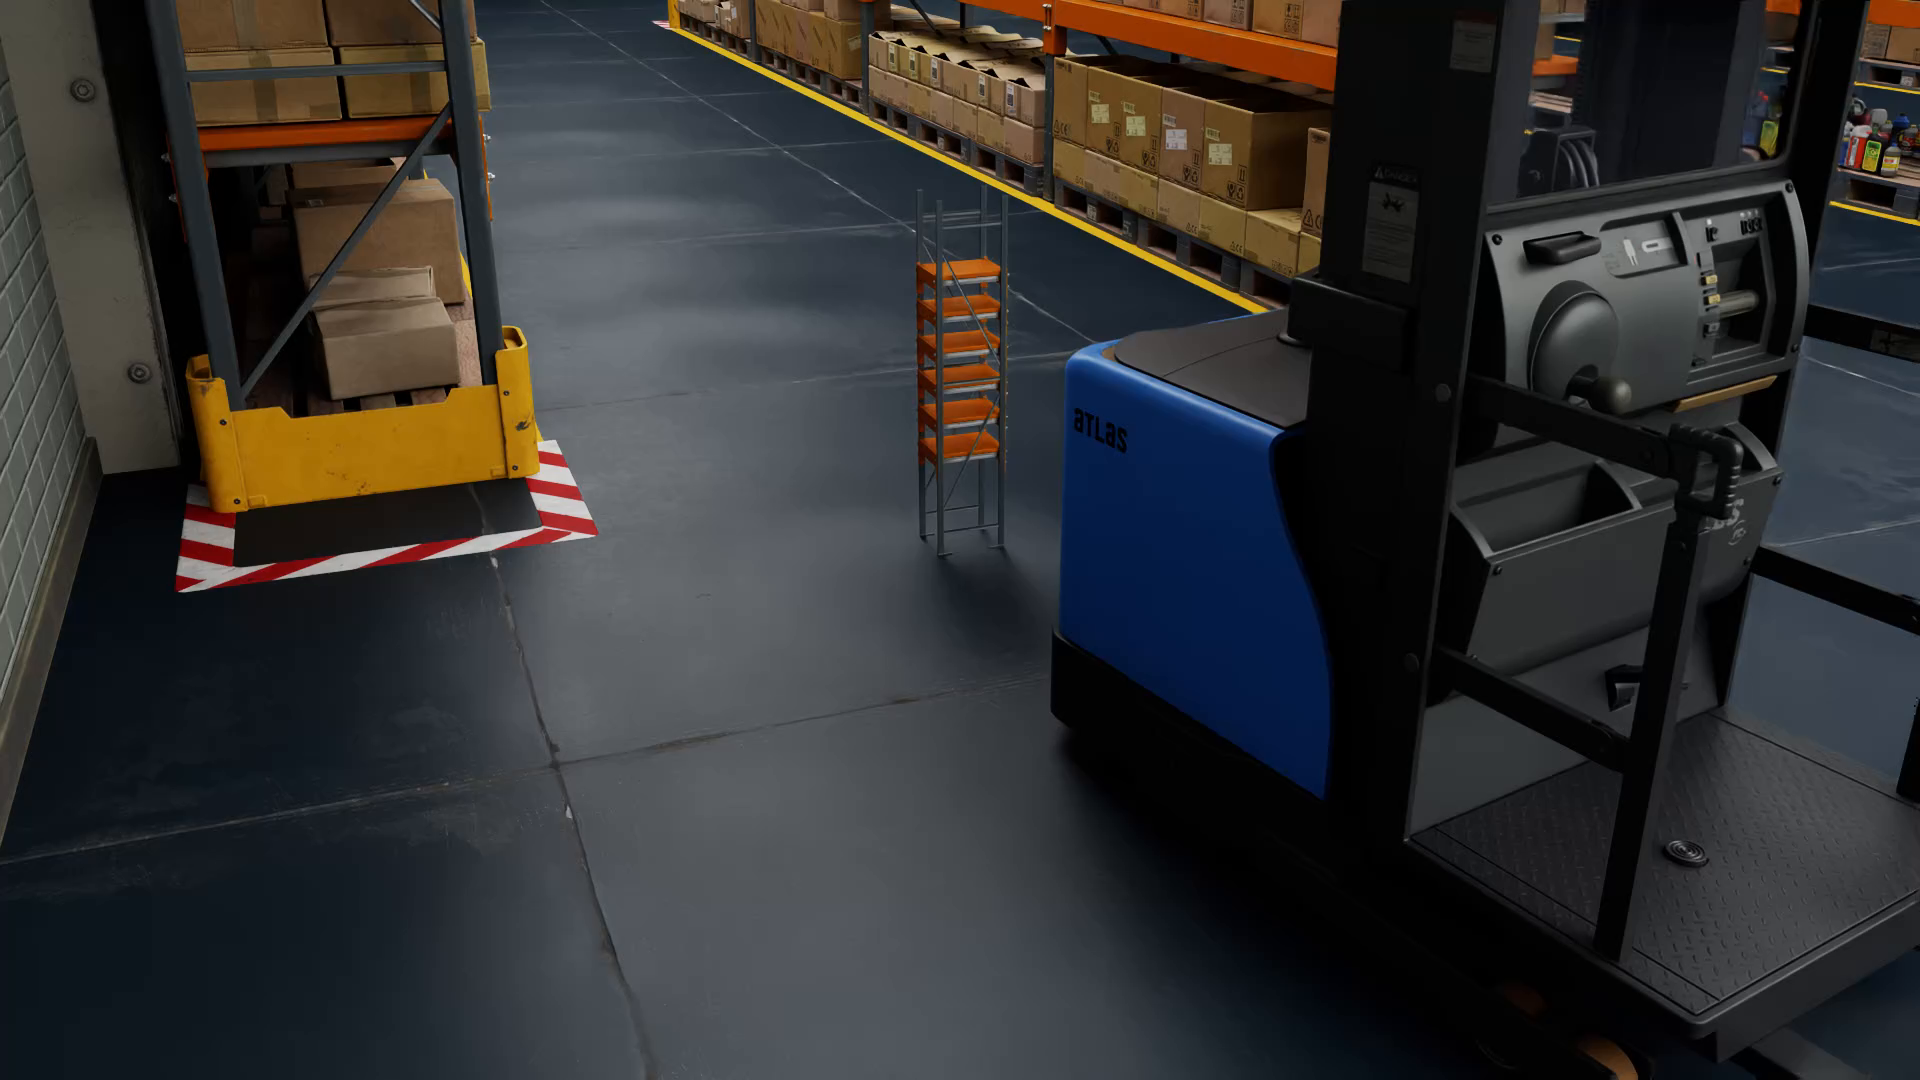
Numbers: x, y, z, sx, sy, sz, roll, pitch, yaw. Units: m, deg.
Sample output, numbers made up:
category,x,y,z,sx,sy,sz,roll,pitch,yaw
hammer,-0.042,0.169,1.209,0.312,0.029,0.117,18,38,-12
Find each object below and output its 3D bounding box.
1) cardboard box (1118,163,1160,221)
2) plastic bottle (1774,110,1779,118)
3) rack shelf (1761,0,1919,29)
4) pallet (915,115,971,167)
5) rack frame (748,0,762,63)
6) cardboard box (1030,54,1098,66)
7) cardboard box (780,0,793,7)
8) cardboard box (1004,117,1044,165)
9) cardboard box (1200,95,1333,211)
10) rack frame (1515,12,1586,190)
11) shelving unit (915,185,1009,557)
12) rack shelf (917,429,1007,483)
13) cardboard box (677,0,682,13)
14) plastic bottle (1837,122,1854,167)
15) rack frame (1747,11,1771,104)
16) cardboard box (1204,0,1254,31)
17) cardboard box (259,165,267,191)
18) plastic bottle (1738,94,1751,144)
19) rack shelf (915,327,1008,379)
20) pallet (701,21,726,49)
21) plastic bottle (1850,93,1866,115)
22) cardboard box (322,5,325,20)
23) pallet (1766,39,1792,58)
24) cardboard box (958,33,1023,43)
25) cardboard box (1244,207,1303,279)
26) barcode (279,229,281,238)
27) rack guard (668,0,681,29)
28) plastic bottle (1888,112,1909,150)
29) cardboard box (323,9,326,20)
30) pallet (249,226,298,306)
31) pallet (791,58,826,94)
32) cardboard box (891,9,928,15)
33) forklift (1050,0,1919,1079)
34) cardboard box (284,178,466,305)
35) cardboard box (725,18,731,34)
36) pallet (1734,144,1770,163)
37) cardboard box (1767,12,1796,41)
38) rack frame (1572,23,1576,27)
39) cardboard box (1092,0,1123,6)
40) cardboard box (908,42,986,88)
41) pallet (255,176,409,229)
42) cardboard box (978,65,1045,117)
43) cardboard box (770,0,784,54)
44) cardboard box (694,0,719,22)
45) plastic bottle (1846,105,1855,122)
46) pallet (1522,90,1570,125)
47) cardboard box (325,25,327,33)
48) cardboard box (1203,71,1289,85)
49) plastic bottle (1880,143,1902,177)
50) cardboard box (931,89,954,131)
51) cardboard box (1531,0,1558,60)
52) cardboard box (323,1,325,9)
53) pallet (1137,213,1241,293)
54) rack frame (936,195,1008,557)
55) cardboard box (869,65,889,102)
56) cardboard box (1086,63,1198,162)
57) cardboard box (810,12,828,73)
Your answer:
category,x,y,z,sx,sy,sz,roll,pitch,yaw
cardboard box,1.269,-2.072,9.803,0.500,0.250,0.500,-8,24,-19
plastic bottle,5.731,-2.877,11.660,0.097,0.271,0.097,0,23,0
rack shelf,6.387,-3.340,10.740,1.077,0.370,4.000,-8,24,-19
pallet,0.314,-3.142,12.932,1.003,0.211,1.213,-8,24,-19
rack frame,-1.781,-6.627,17.612,1.000,3.000,0.127,-8,24,-19
cardboard box,0.777,-3.460,12.375,0.500,0.311,0.500,-9,25,-21
cardboard box,-1.484,-5.451,16.508,0.500,0.250,0.500,-8,24,-19
cardboard box,0.628,-2.758,11.430,0.500,0.250,0.500,-9,24,-20
cardboard box,1.624,-2.054,8.796,0.500,0.500,0.500,-8,24,-19
rack frame,2.459,-2.267,7.267,1.000,3.000,0.127,-8,24,-19
shelving unit,0.005,-0.548,5.504,0.258,1.200,0.189,-8,24,-19
rack shelf,0.005,-0.286,5.615,0.258,0.103,0.180,-8,24,-19
cardboard box,-3.367,-6.770,21.055,0.380,0.149,0.250,-8,24,-19
plastic bottle,5.923,-2.646,11.106,0.152,0.276,0.135,-9,24,-20
rack frame,5.681,-4.399,12.324,1.000,3.000,0.127,-8,24,-19
cardboard box,1.756,-3.047,8.987,0.700,0.500,0.500,-8,24,-17
cardboard box,-4.093,-2.536,10.557,0.700,0.500,0.500,-9,24,-20
plastic bottle,5.578,-3.031,11.922,0.144,0.351,0.185,-8,24,-18
rack shelf,0.005,-0.617,5.475,0.258,0.103,0.180,-8,24,-19
pallet,-2.457,-6.036,19.799,1.003,0.211,1.213,-8,24,-19
plastic bottle,6.360,-2.999,11.848,0.144,0.351,0.185,-8,24,-19
cardboard box,-2.708,-2.198,6.305,0.500,0.500,0.500,-8,24,-18
pallet,8.693,-5.543,18.631,1.003,0.211,1.213,-8,24,-19
cardboard box,0.238,-4.014,13.689,0.500,0.311,0.500,-9,24,-20
cardboard box,1.805,-1.528,8.512,0.500,0.250,0.500,-8,24,-19
barcode,-3.568,-1.611,8.723,0.001,0.075,0.075,-8,24,-19
rack guard,-3.167,-6.901,21.480,1.175,0.500,0.348,-8,24,-19
plastic bottle,6.517,-2.827,11.541,0.097,0.271,0.097,0,23,0
cardboard box,-2.421,-2.120,7.084,0.500,0.250,0.500,-9,24,-20
pallet,-3.317,-1.515,9.073,1.003,0.211,1.213,-8,24,-19
pallet,-1.023,-4.608,16.411,1.003,0.211,1.213,-8,24,-19
cardboard box,-0.624,-4.802,15.932,0.500,0.500,0.500,-9,24,-20
forklift,1.462,-0.456,3.059,1.130,2.935,3.031,-14,27,-30
cardboard box,-2.748,-1.381,7.817,0.700,0.500,0.500,-10,25,-22
cardboard box,-2.436,-5.812,18.782,0.380,0.149,0.250,-8,24,-19
pallet,5.879,-2.864,12.273,1.003,0.211,1.213,-8,24,-19
cardboard box,8.677,-6.000,18.318,1.225,0.875,0.875,-10,25,-21
rack frame,7.488,-7.985,20.833,1.000,3.000,0.127,-8,24,-19
cardboard box,1.208,-3.606,10.315,0.700,0.500,0.500,-9,24,-20
cardboard box,-0.086,-3.753,13.069,0.500,0.311,0.500,-9,24,-20
pallet,-3.864,-2.037,10.311,1.003,0.211,1.213,-8,24,-19
cardboard box,0.445,-3.201,11.761,0.500,0.311,0.500,-8,24,-18
cardboard box,-1.639,-5.277,17.059,0.500,0.500,0.500,-8,24,-18
cardboard box,-2.914,-6.416,20.085,0.500,0.250,0.500,-8,24,-19
plastic bottle,6.273,-2.945,11.806,0.061,0.283,0.133,-8,24,-19
pallet,4.932,-3.838,14.584,1.003,0.211,1.213,-8,24,-19
cardboard box,-2.714,-1.857,6.461,0.500,0.250,0.500,-8,24,-17
cardboard box,1.760,-2.489,9.828,0.500,0.500,0.500,-8,24,-19
plastic bottle,6.035,-2.466,10.774,0.097,0.201,0.097,0,23,0
cardboard box,0.091,-3.313,12.747,0.500,0.250,0.500,-8,24,-18
cardboard box,2.306,-2.484,7.654,0.700,0.500,0.500,-8,24,-19
cardboard box,-2.404,-2.456,6.917,0.500,0.500,0.500,-9,25,-21
pallet,1.722,-1.697,9.504,1.003,0.211,1.213,-8,24,-19
rack frame,0.037,-0.514,5.426,0.240,1.200,0.006,-8,24,-19
cardboard box,-0.457,-3.870,14.069,0.500,0.250,0.500,-8,24,-19
cardboard box,1.100,-2.600,10.092,0.500,0.500,0.500,-8,24,-19
cardboard box,-1.100,-4.720,15.739,0.500,0.500,0.500,-9,25,-21
